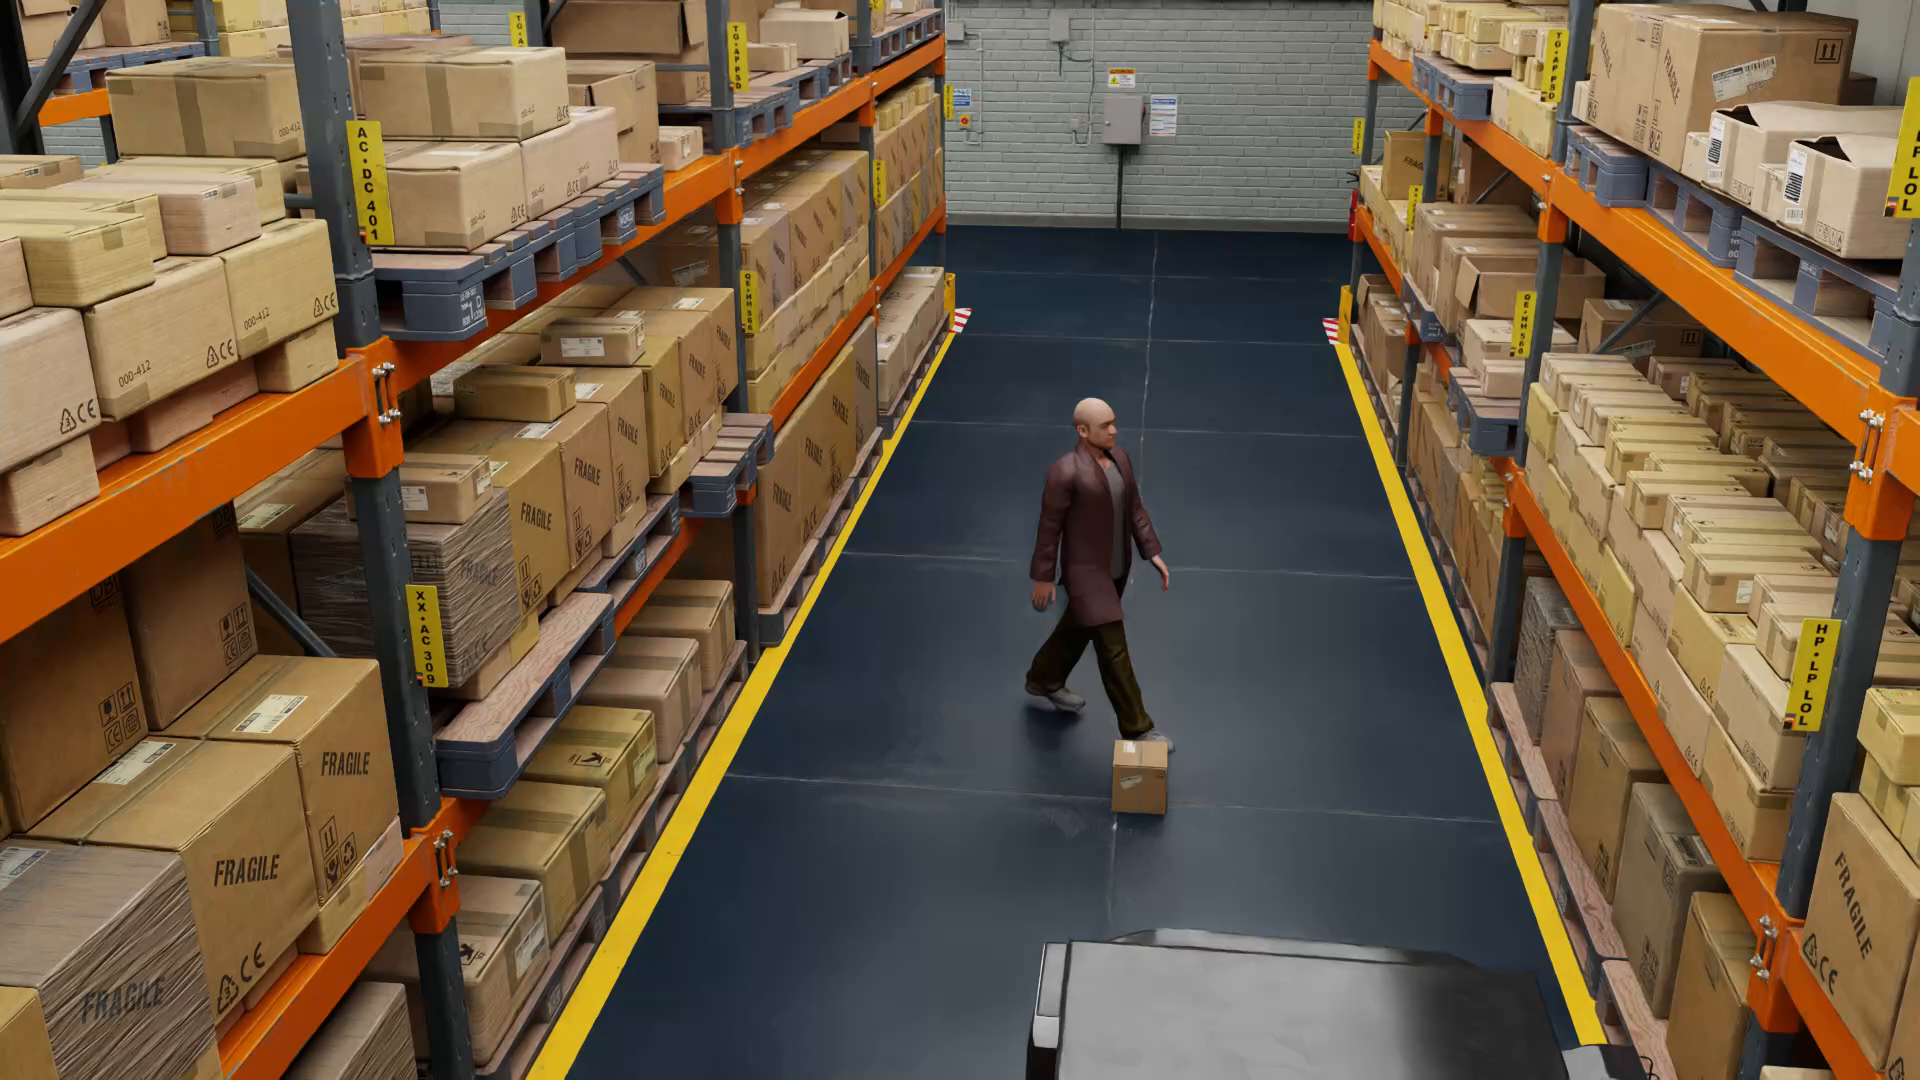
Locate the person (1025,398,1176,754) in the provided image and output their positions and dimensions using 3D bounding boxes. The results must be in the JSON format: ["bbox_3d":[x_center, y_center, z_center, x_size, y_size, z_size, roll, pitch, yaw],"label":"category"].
[{"bbox_3d":[0.724,0.154,8.186,1.076,1.728,0.630,16,26,36],"label":"person"}]
